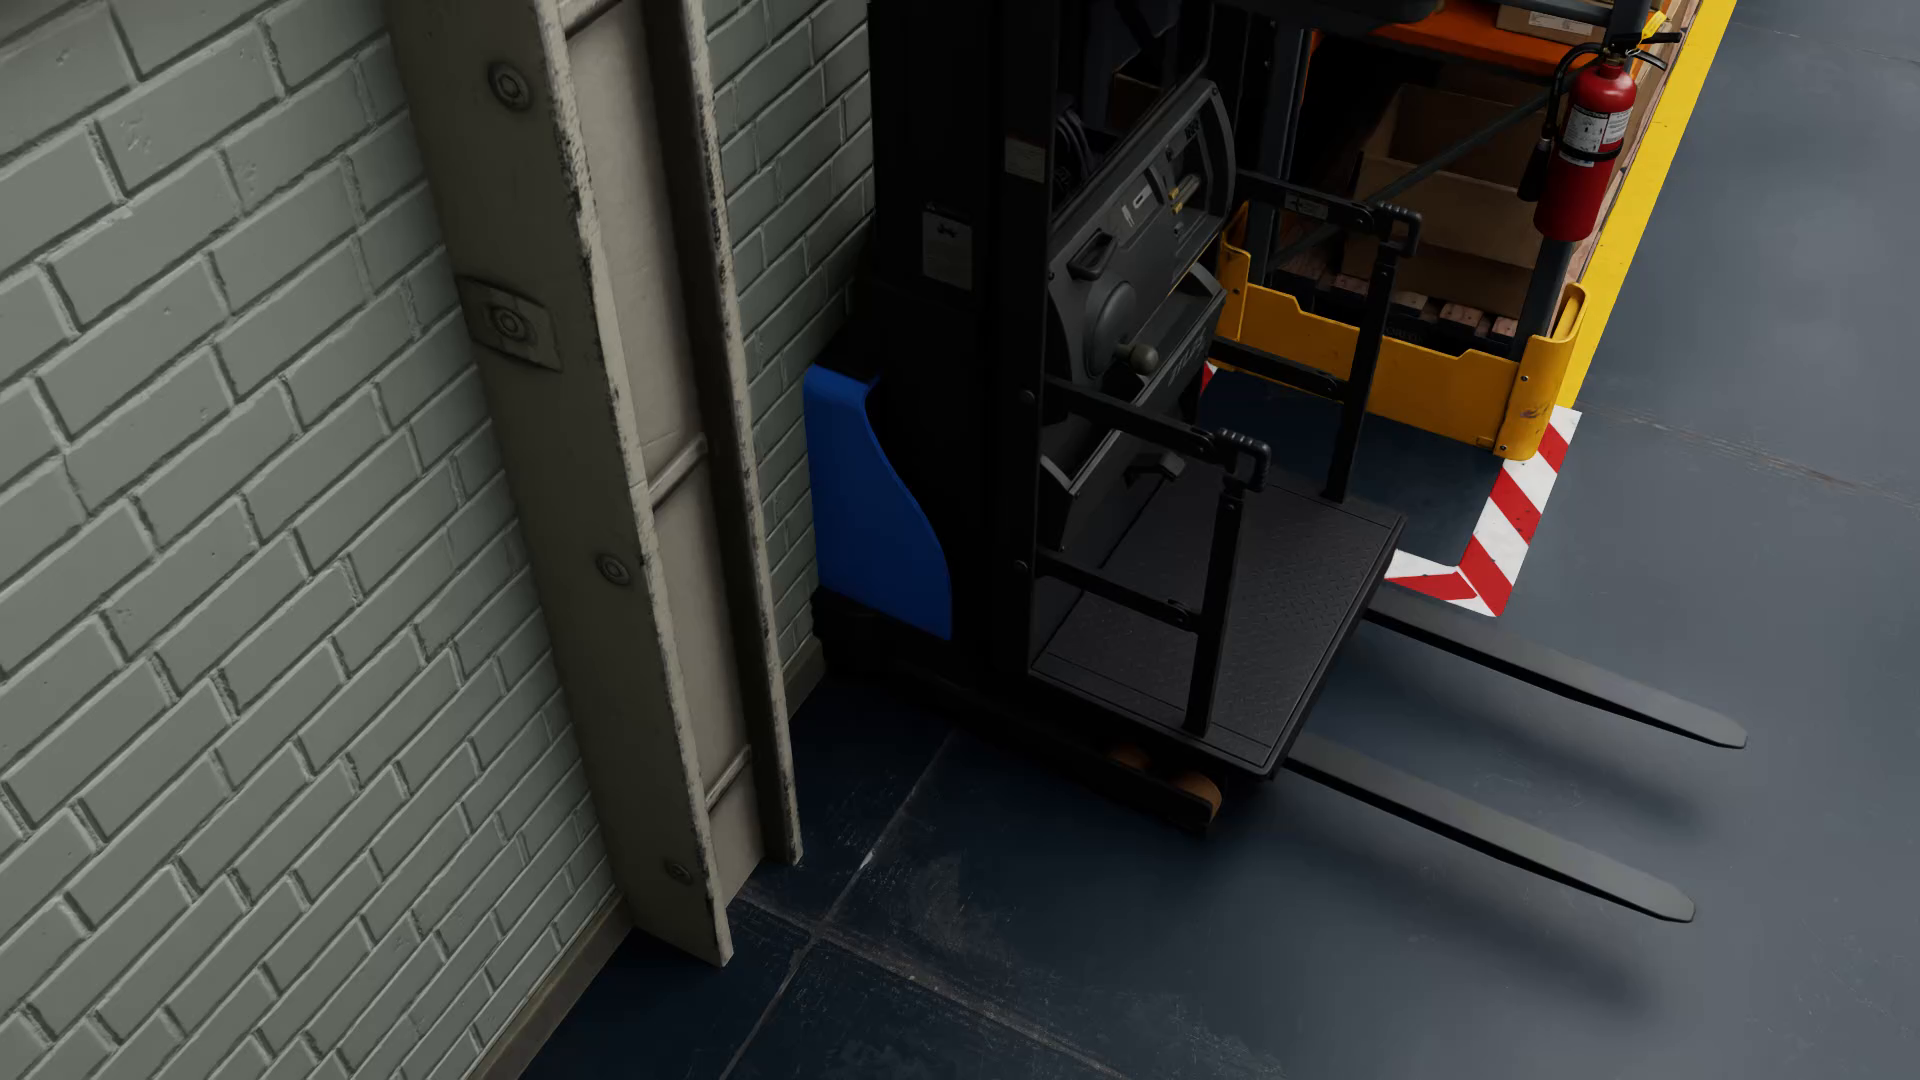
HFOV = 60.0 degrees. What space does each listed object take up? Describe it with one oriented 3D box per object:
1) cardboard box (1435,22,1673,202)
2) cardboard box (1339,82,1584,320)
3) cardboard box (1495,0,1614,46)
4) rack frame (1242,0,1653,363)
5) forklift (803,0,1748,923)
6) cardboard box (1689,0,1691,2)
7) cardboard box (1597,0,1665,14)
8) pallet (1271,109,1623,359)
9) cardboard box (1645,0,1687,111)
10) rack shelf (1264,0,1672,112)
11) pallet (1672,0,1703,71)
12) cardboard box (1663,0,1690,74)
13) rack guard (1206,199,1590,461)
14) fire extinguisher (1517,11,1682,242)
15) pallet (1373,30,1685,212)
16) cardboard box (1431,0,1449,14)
[{"bbox_3d":[2.207,-1.701,6.284,0.700,0.500,0.500,22,49,21],"label":"cardboard box"},{"bbox_3d":[1.776,-1.176,5.764,0.797,0.503,0.637,19,48,18],"label":"cardboard box"},{"bbox_3d":[1.804,-1.581,4.880,0.380,0.149,0.250,20,49,19],"label":"cardboard box"},{"bbox_3d":[1.408,-1.552,4.675,1.000,3.000,0.127,20,49,19],"label":"rack frame"},{"bbox_3d":[0.621,-0.689,3.870,3.031,2.935,1.130,22,49,20],"label":"forklift"},{"bbox_3d":[3.101,-2.586,7.324,0.396,0.266,0.258,22,49,20],"label":"cardboard box"},{"bbox_3d":[1.858,-1.801,4.817,0.500,0.250,0.500,21,49,19],"label":"cardboard box"},{"bbox_3d":[1.813,-1.122,6.211,1.003,0.211,1.213,20,49,19],"label":"pallet"},{"bbox_3d":[2.541,-2.001,6.581,0.500,0.500,0.500,21,49,20],"label":"cardboard box"},{"bbox_3d":[2.337,-2.559,6.176,1.077,0.370,4.000,20,49,19],"label":"rack shelf"},{"bbox_3d":[2.945,-2.660,7.730,1.003,0.211,1.213,20,49,19],"label":"pallet"},{"bbox_3d":[2.689,-2.355,6.931,0.700,0.500,0.500,19,48,18],"label":"cardboard box"},{"bbox_3d":[1.444,-0.722,5.612,1.175,0.500,0.348,20,49,19],"label":"rack guard"},{"bbox_3d":[1.749,-1.149,4.593,0.296,0.674,0.183,20,49,19],"label":"fire extinguisher"},{"bbox_3d":[2.380,-1.888,6.968,1.003,0.211,1.213,20,49,19],"label":"pallet"},{"bbox_3d":[1.324,-1.761,5.059,0.380,0.149,0.250,20,49,19],"label":"cardboard box"}]
